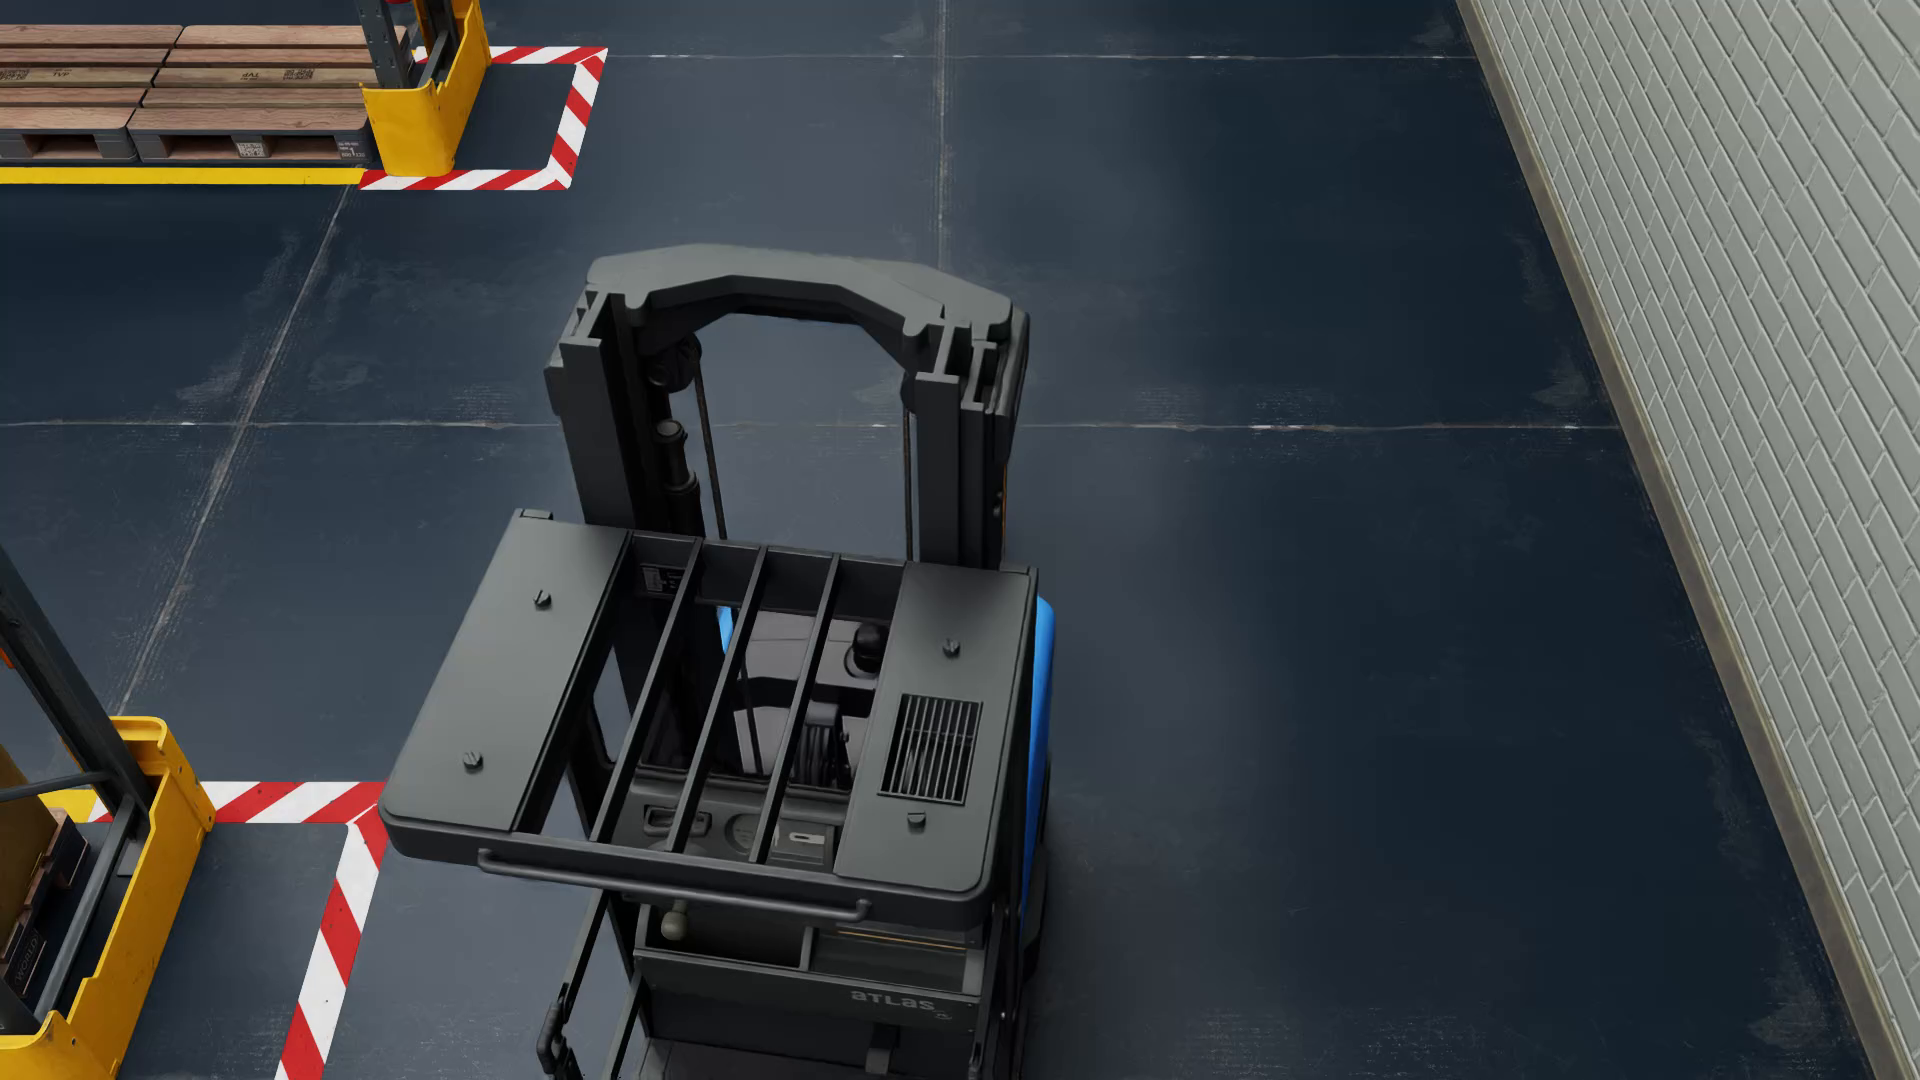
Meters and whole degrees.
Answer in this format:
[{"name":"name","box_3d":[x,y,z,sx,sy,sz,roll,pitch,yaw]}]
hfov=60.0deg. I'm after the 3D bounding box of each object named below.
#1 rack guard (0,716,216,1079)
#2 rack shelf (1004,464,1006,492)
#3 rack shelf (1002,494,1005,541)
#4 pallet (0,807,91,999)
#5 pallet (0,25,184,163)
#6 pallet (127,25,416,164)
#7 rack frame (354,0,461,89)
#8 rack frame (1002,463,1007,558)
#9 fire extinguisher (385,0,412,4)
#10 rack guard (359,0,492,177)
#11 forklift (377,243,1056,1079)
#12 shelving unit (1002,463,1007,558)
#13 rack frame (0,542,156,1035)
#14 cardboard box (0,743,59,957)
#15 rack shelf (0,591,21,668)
[{"name":"rack guard","box_3d":[-2.789,1.186,5.305,0.348,0.500,1.175,0,47,0]},{"name":"rack shelf","box_3d":[0.054,-0.350,6.373,0.240,0.259,0.215,0,47,0]},{"name":"rack shelf","box_3d":[0.053,-0.161,6.577,0.240,0.259,0.215,0,47,0]},{"name":"pallet","box_3d":[-3.612,1.339,5.359,1.213,0.211,1.003,0,47,0]},{"name":"pallet","box_3d":[-4.836,-2.378,8.819,1.213,0.211,1.003,0,47,0]},{"name":"pallet","box_3d":[-3.619,-2.372,8.814,1.213,0.211,1.003,0,47,0]},{"name":"rack frame","box_3d":[-2.794,-3.292,7.764,0.127,3.000,1.000,0,47,0]},{"name":"rack frame","box_3d":[0.176,-0.357,6.365,0.008,1.050,0.200,0,47,0]},{"name":"fire extinguisher","box_3d":[-2.645,-2.805,7.619,0.183,0.674,0.296,0,47,0]},{"name":"rack guard","box_3d":[-2.770,-2.449,8.688,0.348,0.500,1.175,0,47,0]},{"name":"forklift","box_3d":[-0.424,0.914,3.897,1.130,2.935,3.031,6,47,6]},{"name":"shelving unit","box_3d":[0.053,-0.358,6.366,0.252,1.050,0.215,0,47,0]},{"name":"rack frame","box_3d":[-2.813,0.334,4.390,0.127,3.000,1.000,0,47,0]},{"name":"cardboard box","box_3d":[-3.453,0.972,4.961,0.875,0.875,0.875,0,47,0]},{"name":"rack shelf","box_3d":[-4.813,0.574,4.658,4.000,0.370,1.077,0,47,0]}]
